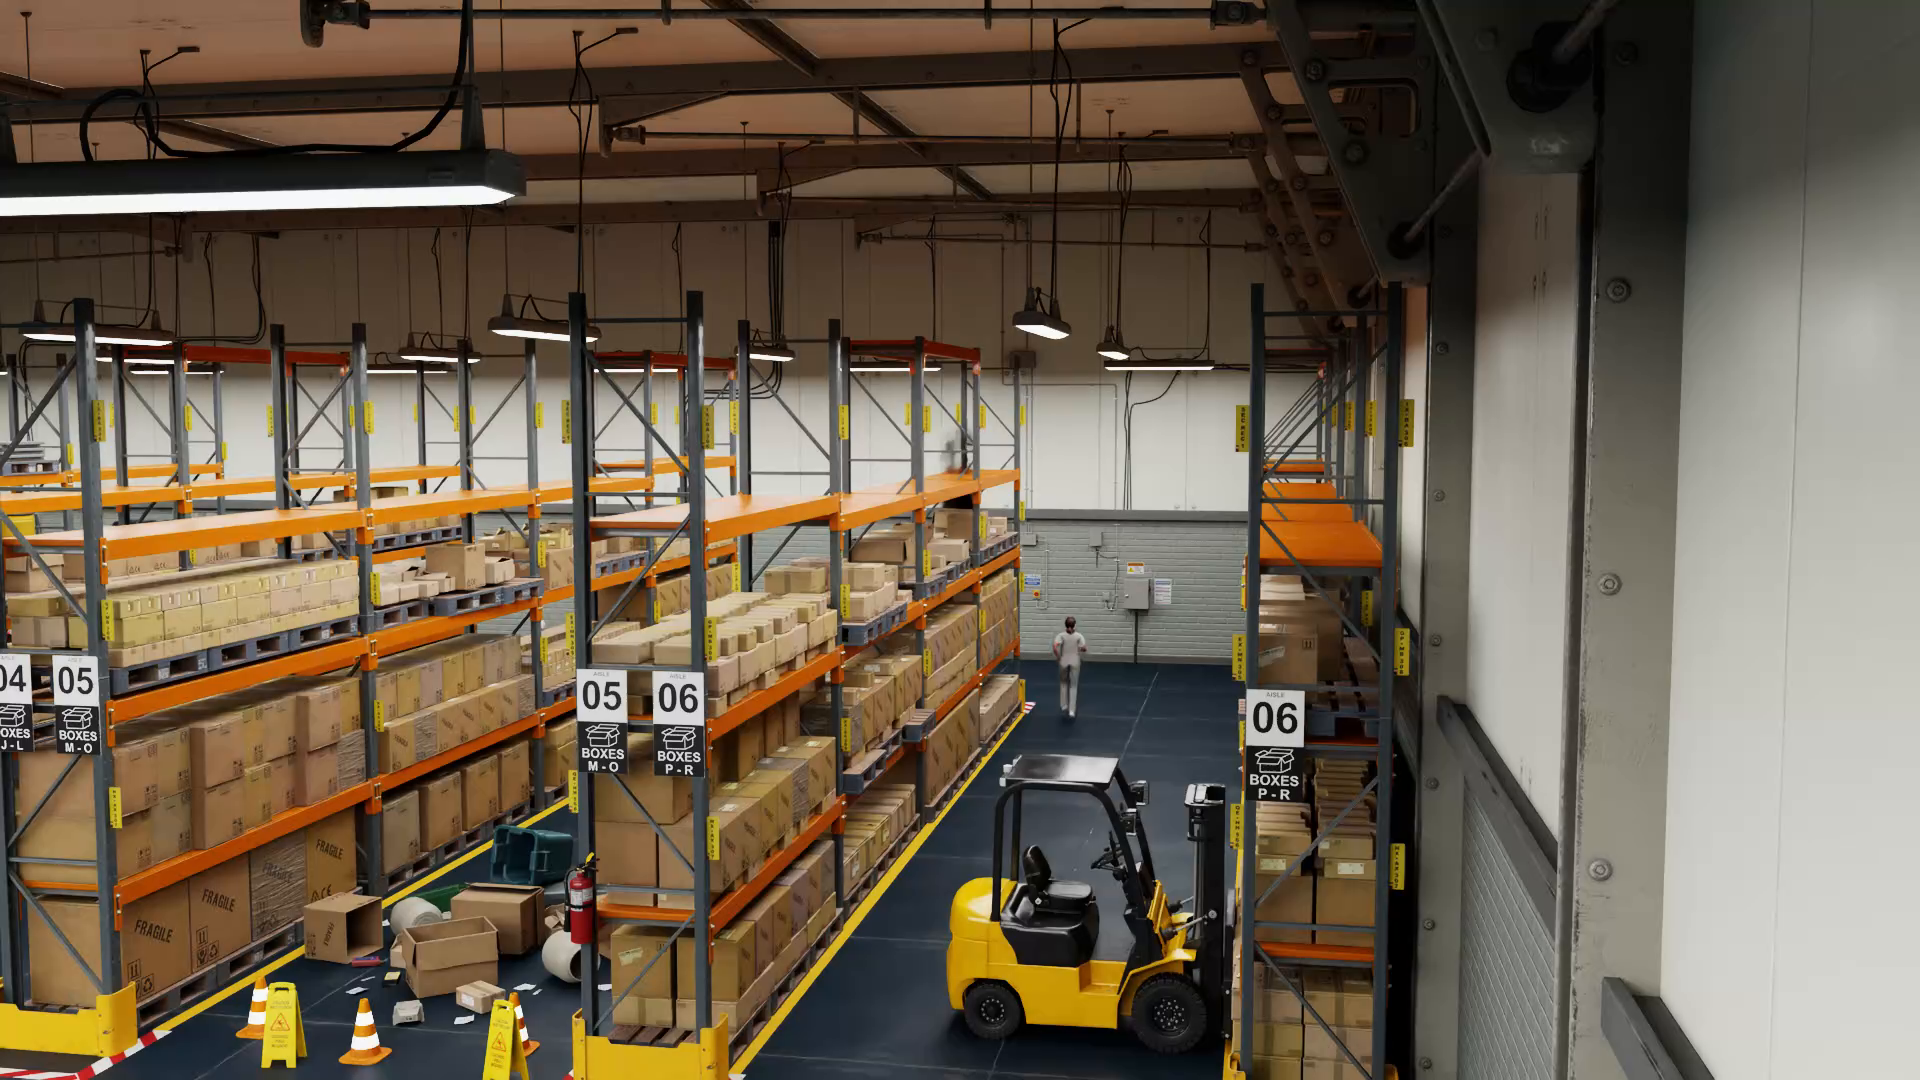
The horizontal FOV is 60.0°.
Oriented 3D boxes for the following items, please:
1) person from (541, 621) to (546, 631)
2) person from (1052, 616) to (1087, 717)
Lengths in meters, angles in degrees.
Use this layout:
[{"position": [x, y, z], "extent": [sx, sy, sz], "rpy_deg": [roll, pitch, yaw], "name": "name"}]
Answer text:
[{"position": [-6.608, 2.149, 26.681], "extent": [0.682, 1.785, 1.095], "rpy_deg": [1, 5, 10], "name": "person"}, {"position": [1.823, 2.130, 27.476], "extent": [0.538, 1.707, 0.693], "rpy_deg": [1, 5, 8], "name": "person"}]
